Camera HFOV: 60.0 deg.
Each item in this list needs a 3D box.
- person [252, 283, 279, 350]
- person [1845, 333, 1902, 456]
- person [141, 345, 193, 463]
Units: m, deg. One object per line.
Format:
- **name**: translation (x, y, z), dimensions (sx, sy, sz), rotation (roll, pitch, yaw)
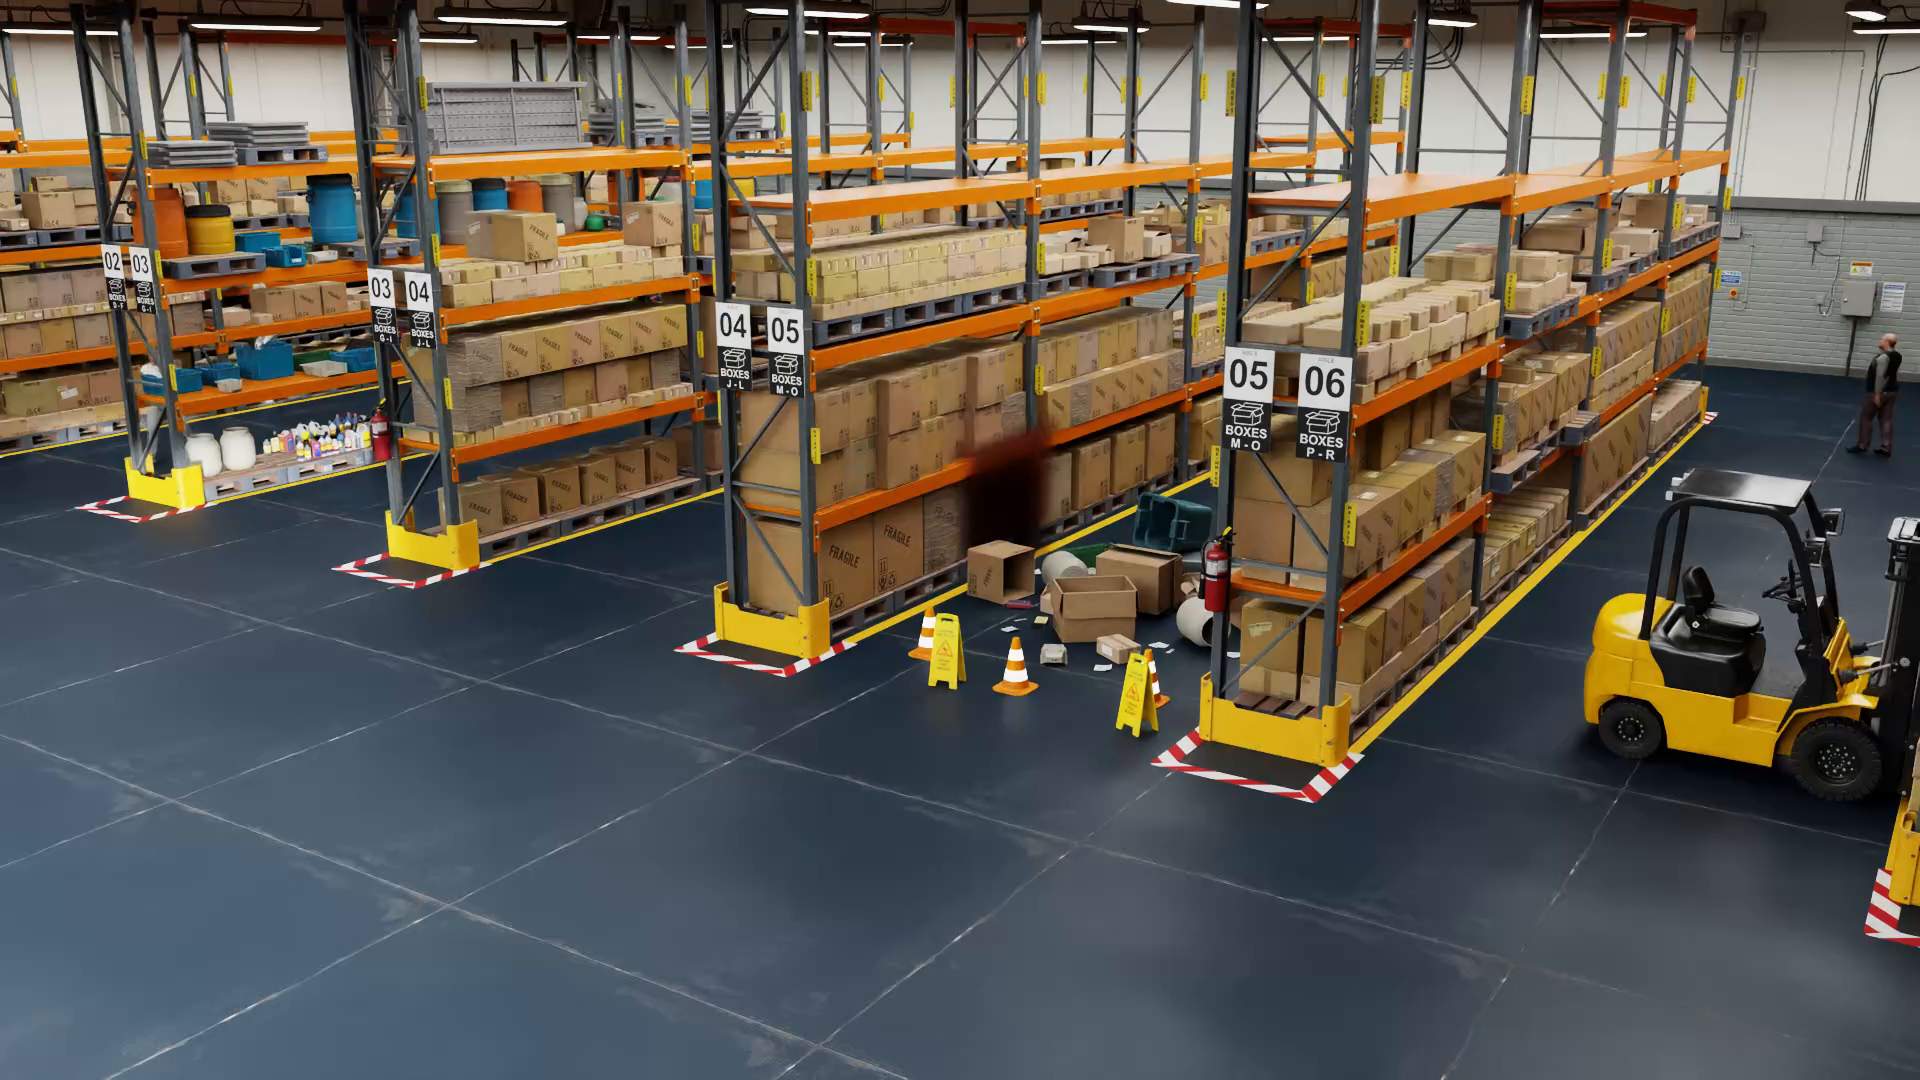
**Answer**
- **person**: translation (-12.969, -4.193, 30.913), dimensions (0.473, 1.764, 0.545), rotation (-12, 19, -36)
- **person**: translation (12.921, -2.044, 23.383), dimensions (0.555, 1.727, 0.653), rotation (-8, 17, -26)
- **person**: translation (-11.039, -1.914, 23.015), dimensions (0.553, 1.600, 1.081), rotation (2, 16, 6)
